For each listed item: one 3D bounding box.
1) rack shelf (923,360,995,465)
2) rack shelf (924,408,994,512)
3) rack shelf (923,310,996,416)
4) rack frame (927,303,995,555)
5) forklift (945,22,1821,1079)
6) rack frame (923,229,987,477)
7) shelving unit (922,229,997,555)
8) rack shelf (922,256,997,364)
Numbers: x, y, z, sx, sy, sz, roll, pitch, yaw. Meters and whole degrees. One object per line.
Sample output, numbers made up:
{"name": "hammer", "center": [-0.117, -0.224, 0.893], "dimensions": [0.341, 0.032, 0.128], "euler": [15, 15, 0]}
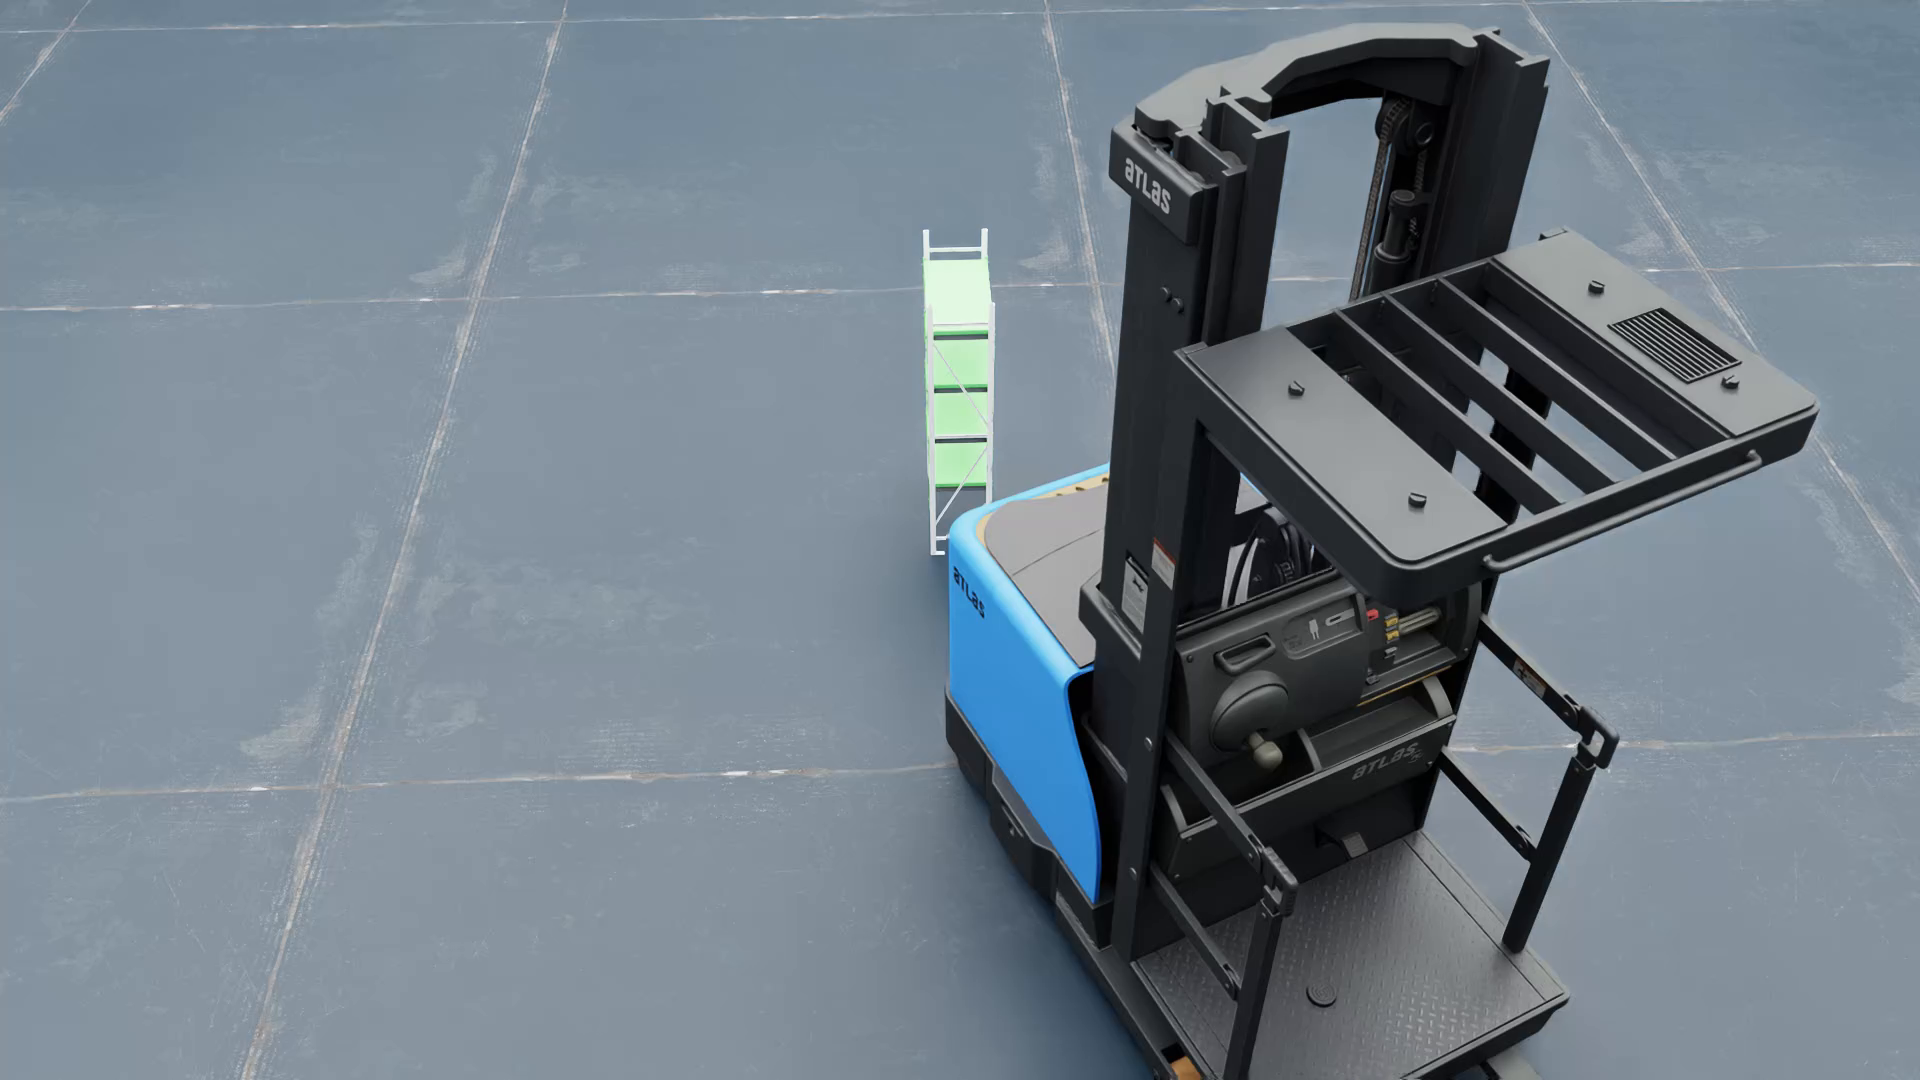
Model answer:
{"name": "rack shelf", "center": [-0.007, -0.507, 6.510], "dimensions": [0.258, 0.148, 0.480], "euler": [-2, 43, -2]}
{"name": "rack shelf", "center": [-0.007, -0.330, 6.672], "dimensions": [0.258, 0.148, 0.480], "euler": [-2, 43, -2]}
{"name": "rack shelf", "center": [-0.007, -0.684, 6.347], "dimensions": [0.258, 0.148, 0.480], "euler": [-2, 43, -2]}
{"name": "rack frame", "center": [0.003, -0.389, 6.287], "dimensions": [0.240, 1.200, 0.015], "euler": [-2, 43, -2]}
{"name": "forklift", "center": [1.070, 0.375, 4.171], "dimensions": [1.130, 2.935, 3.031], "euler": [-19, 46, -20]}
{"name": "rack frame", "center": [-0.017, -0.719, 6.646], "dimensions": [0.240, 1.200, 0.015], "euler": [-2, 43, -2]}
{"name": "shelving unit", "center": [-0.007, -0.554, 6.466], "dimensions": [0.258, 1.200, 0.503], "euler": [-2, 43, -2]}
{"name": "rack shelf", "center": [-0.007, -0.861, 6.185], "dimensions": [0.258, 0.148, 0.480], "euler": [-2, 43, -2]}
